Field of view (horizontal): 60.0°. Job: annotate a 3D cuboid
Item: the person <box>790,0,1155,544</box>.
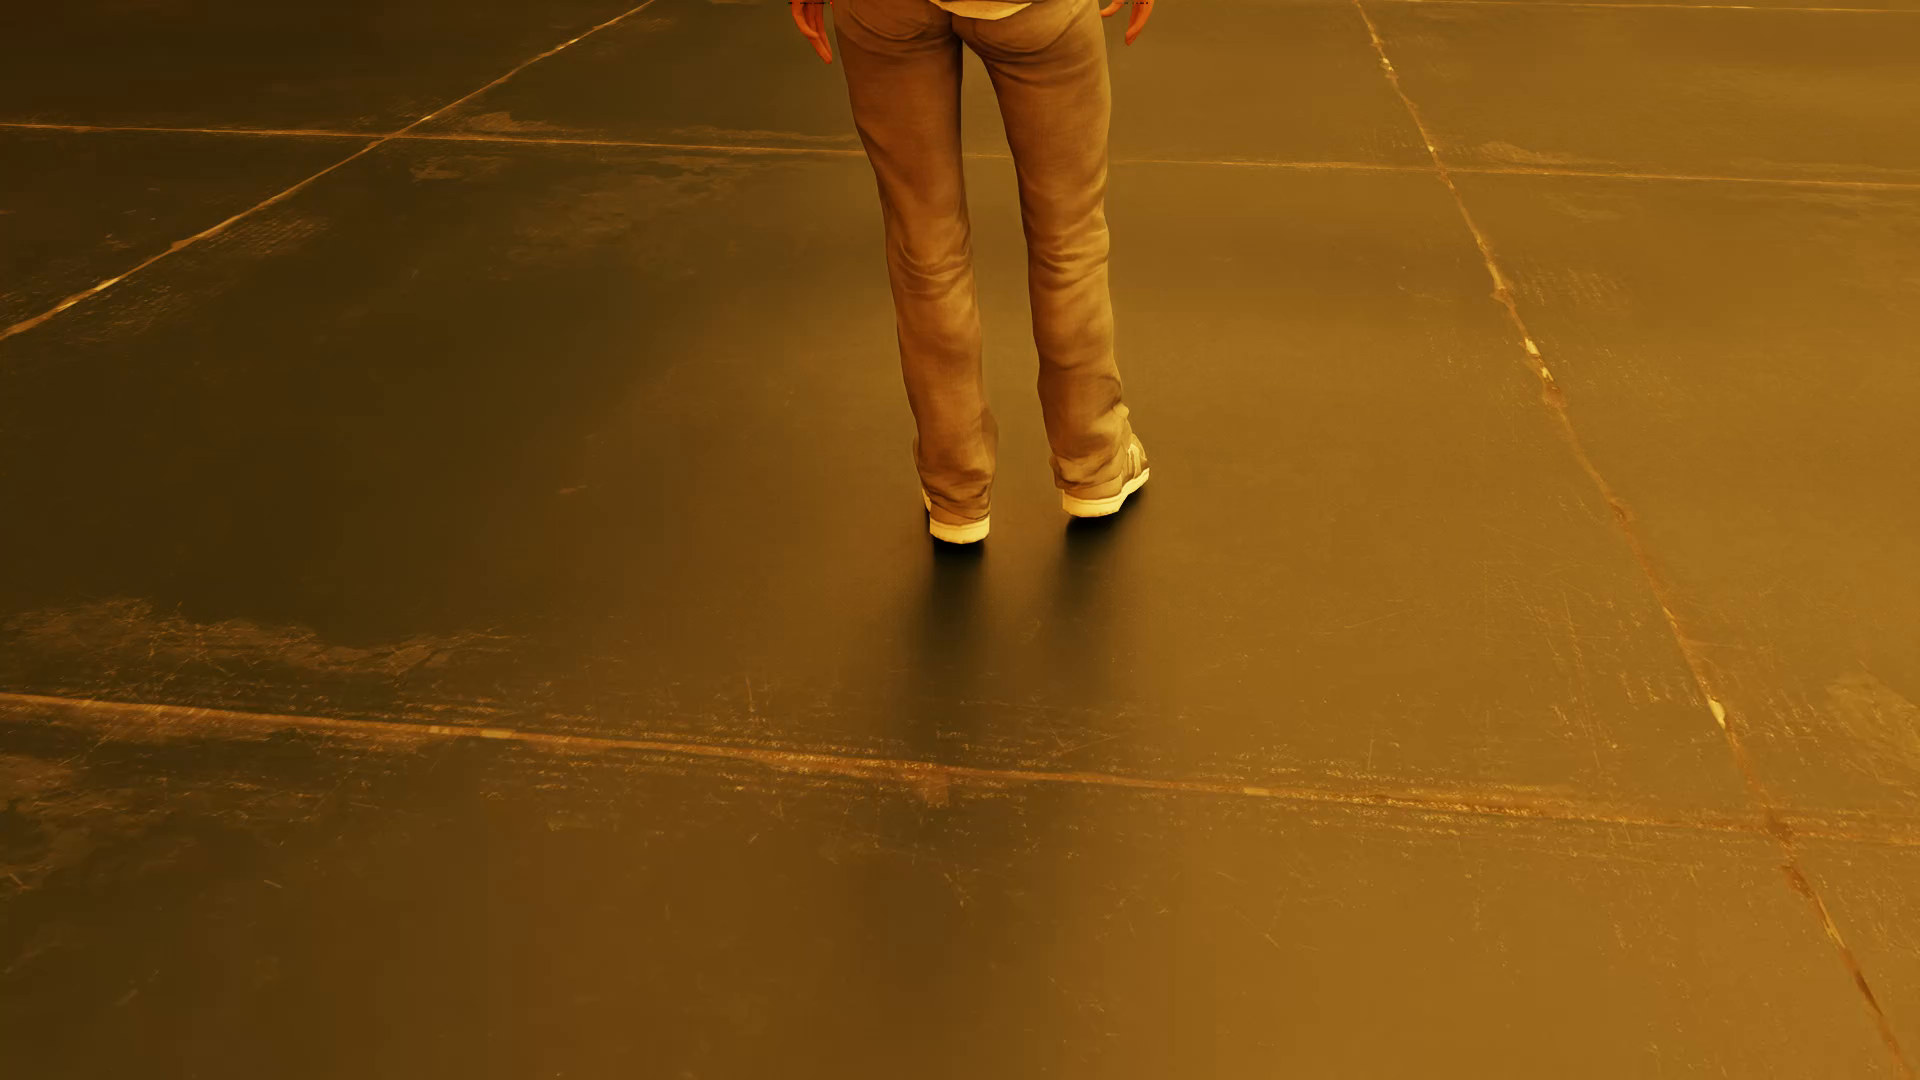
[{"bbox_3d":[0.023,-0.753,2.205,0.521,1.599,0.473,3,27,7],"label":"person"}]
